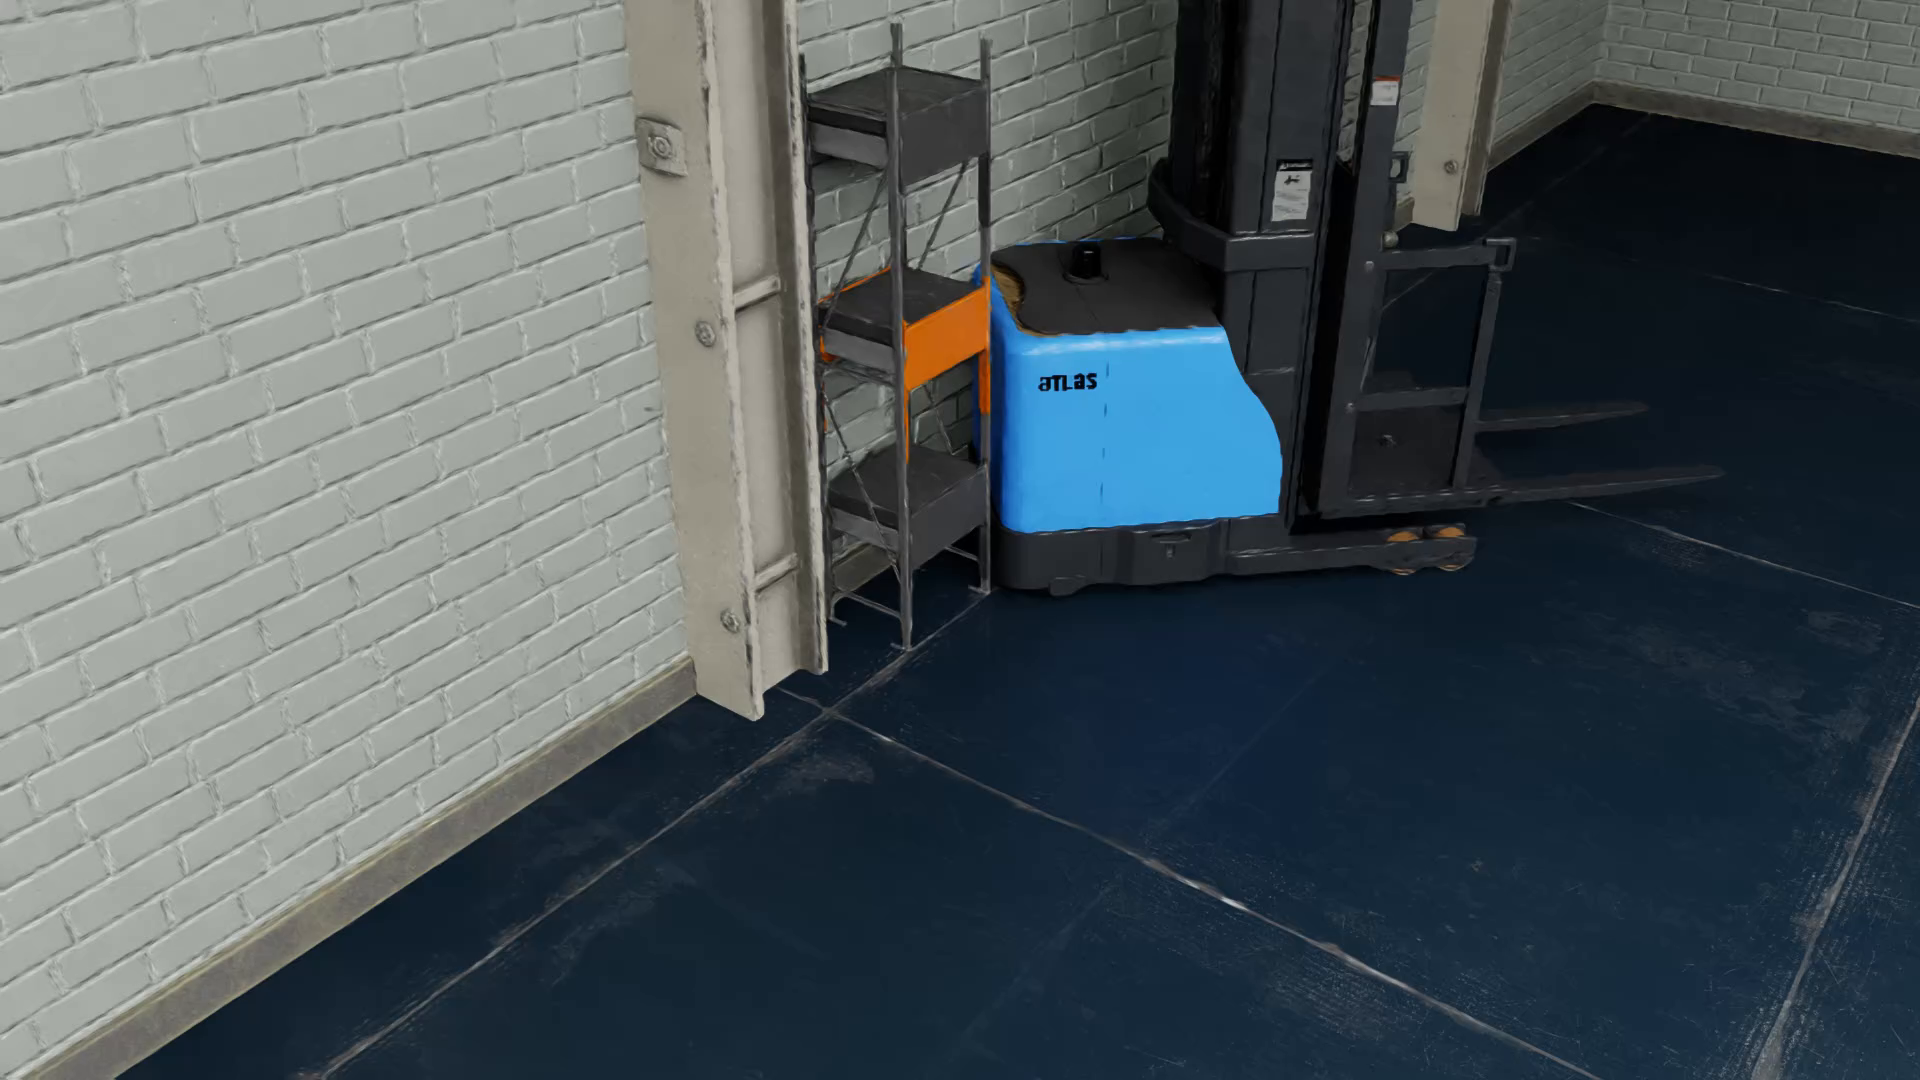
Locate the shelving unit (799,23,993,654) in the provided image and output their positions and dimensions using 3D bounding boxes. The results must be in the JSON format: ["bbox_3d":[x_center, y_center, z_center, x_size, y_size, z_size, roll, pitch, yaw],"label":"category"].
[{"bbox_3d":[-0.202,-0.654,5.789,0.431,2.100,0.503,20,36,31],"label":"shelving unit"}]

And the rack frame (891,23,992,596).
[{"bbox_3d":[-0.057,-0.754,5.959,0.400,2.100,0.015,20,36,31],"label":"rack frame"}]

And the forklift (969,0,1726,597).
[{"bbox_3d":[1.574,-1.387,6.215,3.031,2.935,1.130,-5,31,-8],"label":"forklift"}]

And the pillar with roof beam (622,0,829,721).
[{"bbox_3d":[2.725,-2.052,1.386,9.100,9.000,0.400,21,37,31],"label":"pillar with roof beam"}]

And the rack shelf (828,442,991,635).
[{"bbox_3d":[-0.198,-0.038,6.149,0.431,0.518,0.480,20,36,31],"label":"rack shelf"}]

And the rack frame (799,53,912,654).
[{"bbox_3d":[-0.347,-0.555,5.620,0.400,2.100,0.015,20,36,31],"label":"rack frame"}]

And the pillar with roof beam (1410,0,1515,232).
[{"bbox_3d":[6.346,-4.491,5.501,9.100,9.000,0.400,21,37,31],"label":"pillar with roof beam"}]

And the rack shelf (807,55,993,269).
[{"bbox_3d":[-0.207,-1.247,5.444,0.431,0.518,0.480,20,36,31],"label":"rack shelf"}]

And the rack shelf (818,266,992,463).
[{"bbox_3d":[-0.202,-0.643,5.796,0.431,0.518,0.480,20,36,31],"label":"rack shelf"}]
